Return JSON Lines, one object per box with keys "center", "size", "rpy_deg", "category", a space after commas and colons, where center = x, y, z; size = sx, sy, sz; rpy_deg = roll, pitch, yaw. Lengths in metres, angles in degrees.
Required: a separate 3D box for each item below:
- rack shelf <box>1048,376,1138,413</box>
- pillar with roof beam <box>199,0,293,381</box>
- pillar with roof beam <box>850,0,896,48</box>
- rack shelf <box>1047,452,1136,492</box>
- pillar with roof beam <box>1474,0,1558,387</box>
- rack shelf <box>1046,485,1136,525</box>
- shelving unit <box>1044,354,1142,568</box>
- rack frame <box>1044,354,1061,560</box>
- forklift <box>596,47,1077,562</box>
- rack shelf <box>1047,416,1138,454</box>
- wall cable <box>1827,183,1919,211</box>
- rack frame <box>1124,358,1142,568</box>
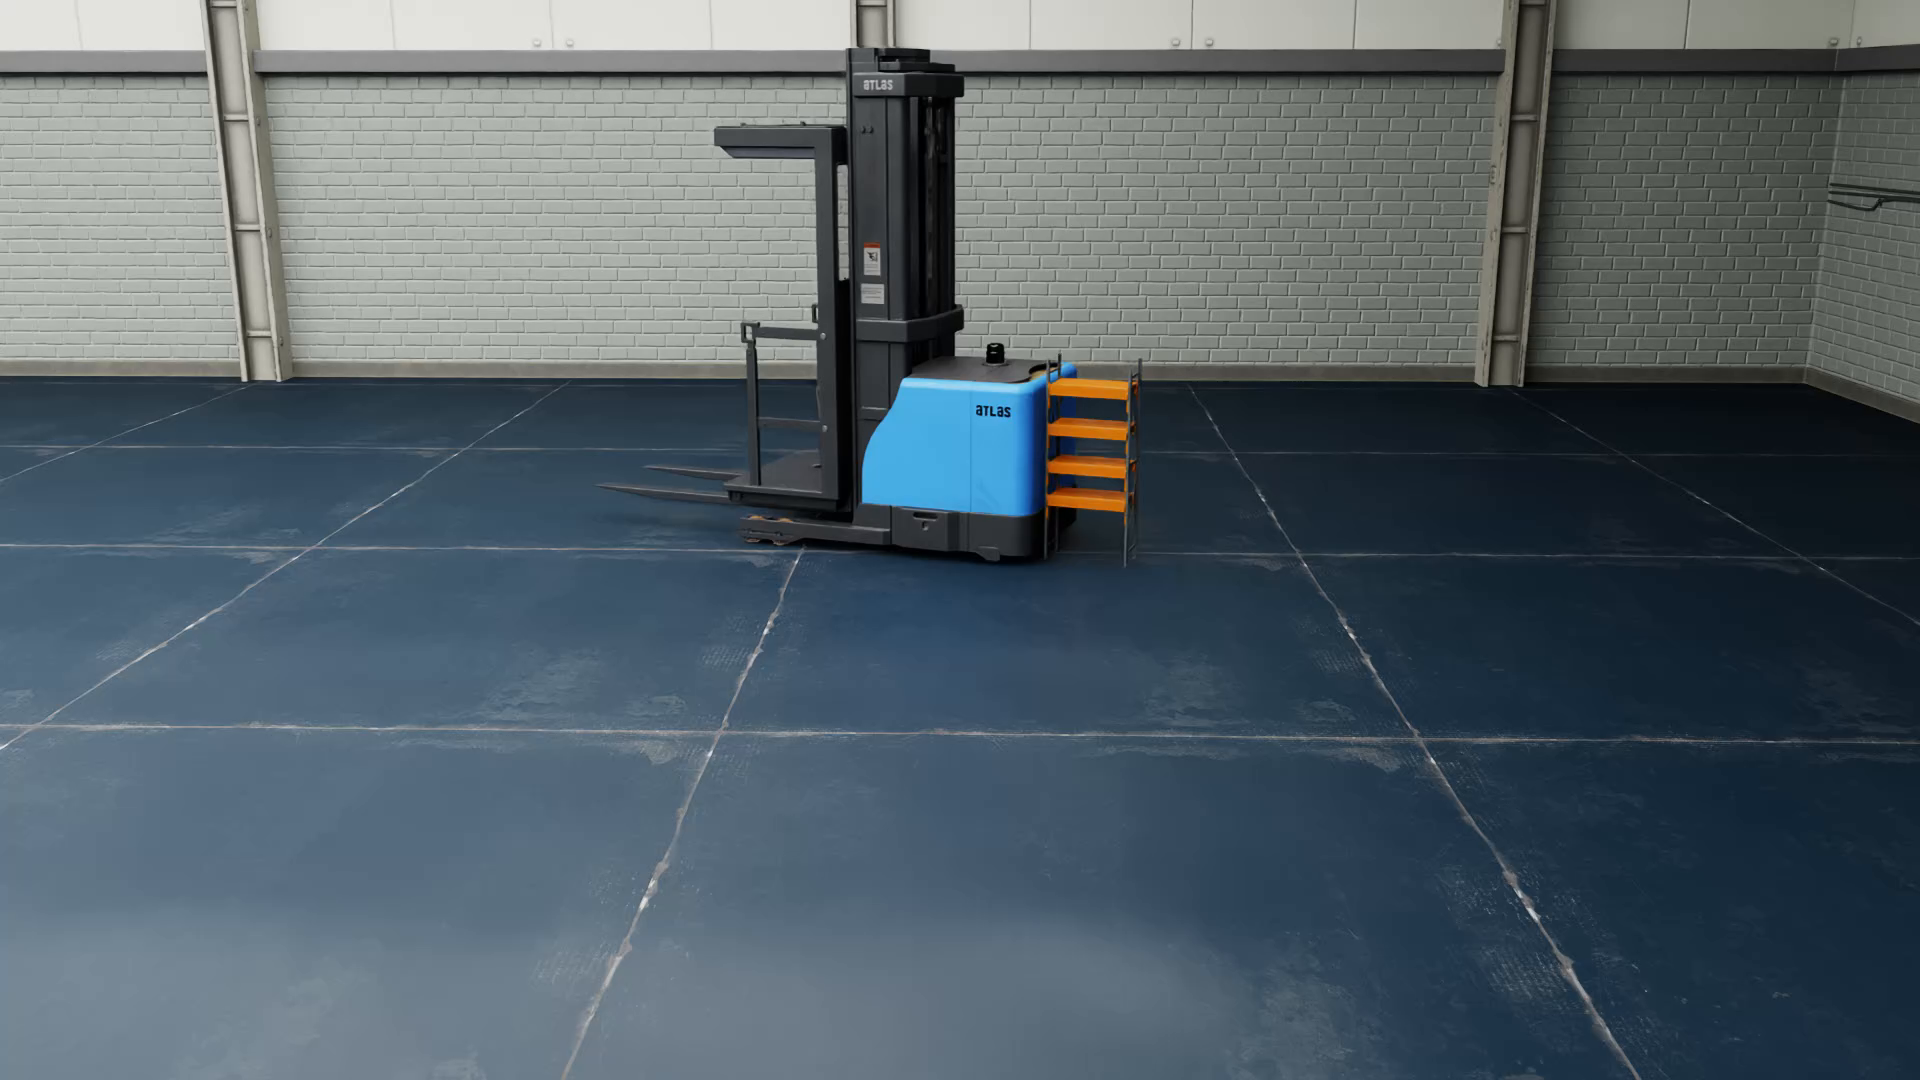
{"center": [0.777, -0.847, 9.658], "size": [0.480, 0.148, 0.258], "rpy_deg": [5, 16, 20], "category": "rack shelf"}
{"center": [-6.909, -4.838, 11.036], "size": [0.400, 9.000, 9.100], "rpy_deg": [0, 15, 1], "category": "pillar with roof beam"}
{"center": [-0.911, -4.799, 10.888], "size": [0.400, 9.000, 9.100], "rpy_deg": [0, 15, 1], "category": "pillar with roof beam"}
{"center": [0.777, -0.402, 9.775], "size": [0.480, 0.148, 0.258], "rpy_deg": [5, 16, 20], "category": "rack shelf"}
{"center": [5.087, -4.760, 10.740], "size": [0.400, 9.000, 9.100], "rpy_deg": [0, 15, 1], "category": "pillar with roof beam"}
{"center": [0.777, -0.210, 9.826], "size": [0.480, 0.148, 0.258], "rpy_deg": [5, 16, 20], "category": "rack shelf"}
{"center": [0.777, -0.467, 9.758], "size": [0.503, 1.200, 0.258], "rpy_deg": [5, 16, 20], "category": "shelving unit"}
{"center": [0.548, -0.489, 9.840], "size": [0.015, 1.200, 0.240], "rpy_deg": [5, 16, 20], "category": "rack frame"}
{"center": [-0.833, -1.502, 10.288], "size": [3.031, 2.935, 1.130], "rpy_deg": [5, 16, 20], "category": "forklift"}
{"center": [0.777, -0.618, 9.718], "size": [0.480, 0.148, 0.258], "rpy_deg": [5, 16, 20], "category": "rack shelf"}
{"center": [8.109, -4.000, 13.946], "size": [0.112, 2.526, 3.097], "rpy_deg": [0, 15, 1], "category": "wall cable"}
{"center": [1.006, -0.445, 9.676], "size": [0.015, 1.200, 0.240], "rpy_deg": [5, 16, 20], "category": "rack frame"}
